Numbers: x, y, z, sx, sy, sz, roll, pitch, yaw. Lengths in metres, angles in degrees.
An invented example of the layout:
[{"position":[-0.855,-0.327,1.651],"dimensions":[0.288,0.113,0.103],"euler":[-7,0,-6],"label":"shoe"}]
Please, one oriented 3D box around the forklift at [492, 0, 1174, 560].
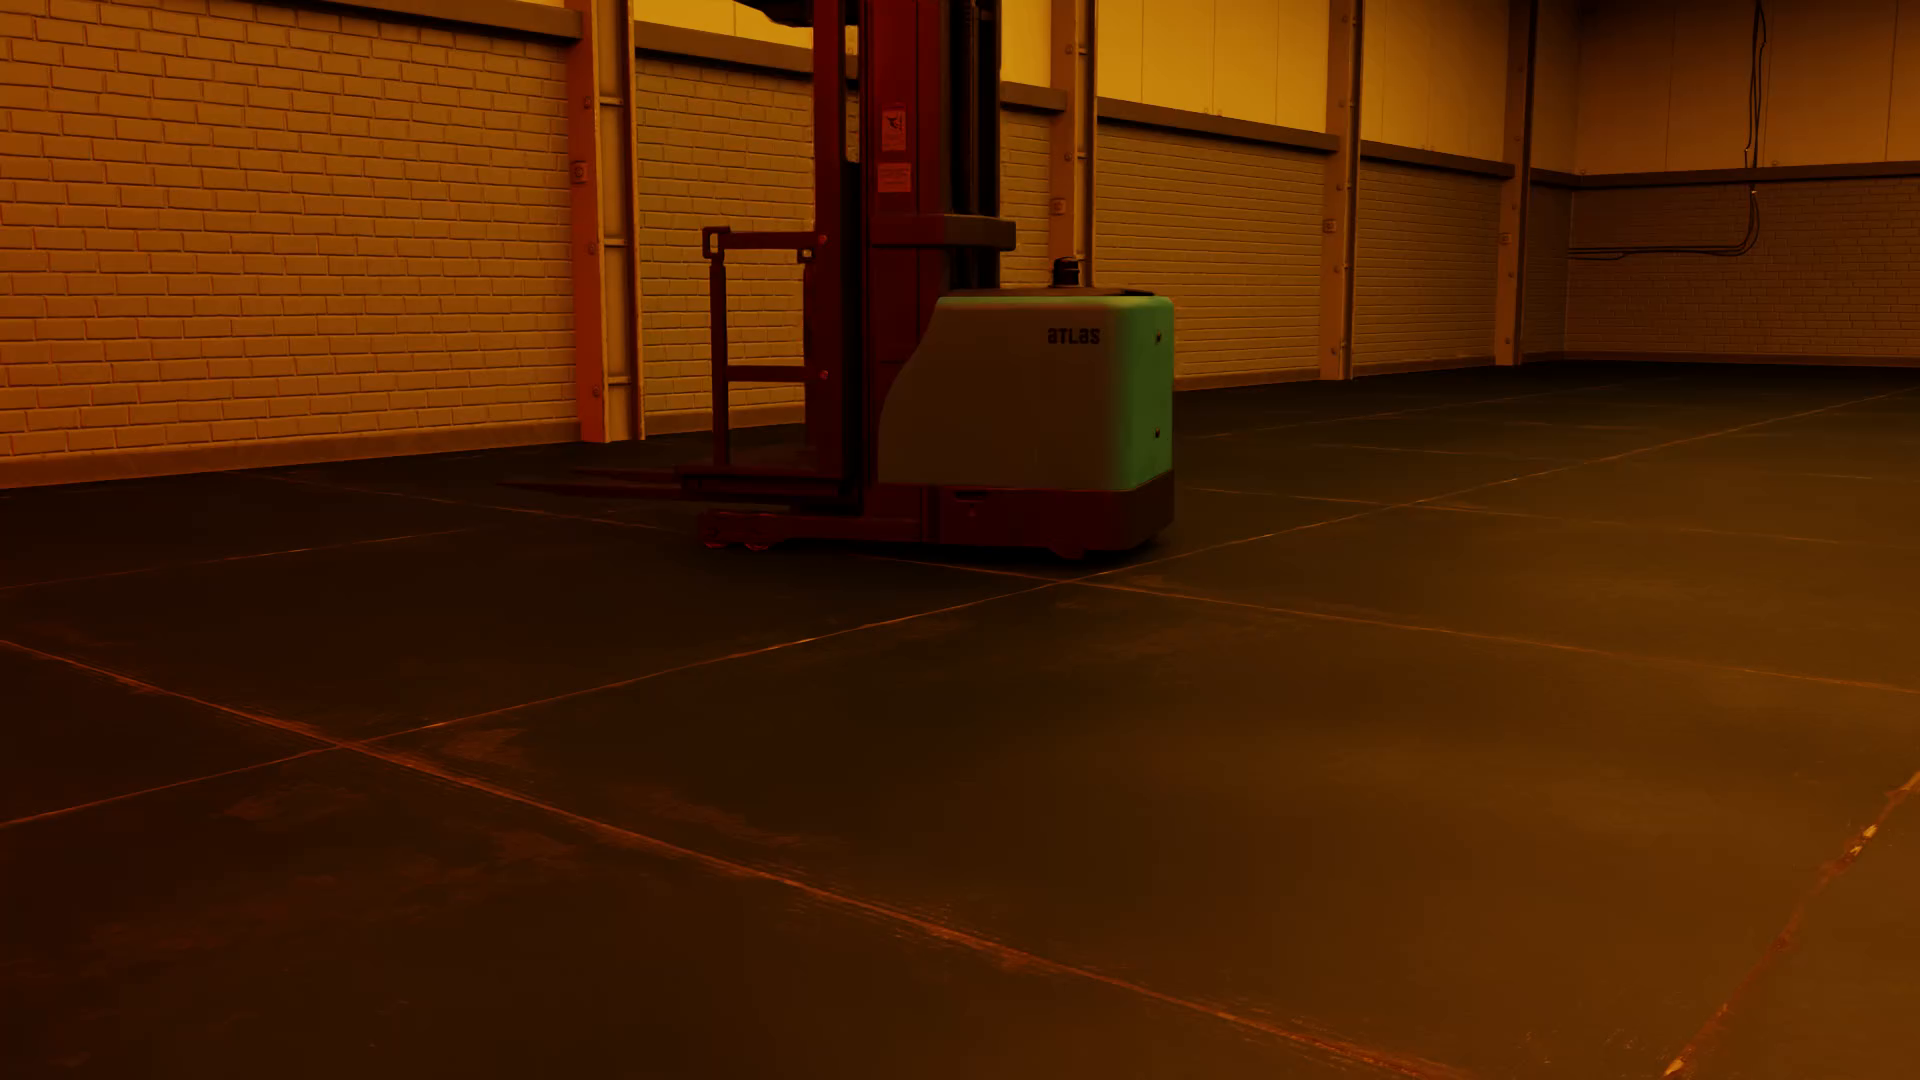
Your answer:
[{"position":[-0.615,-1.471,7.335],"dimensions":[3.031,2.935,1.130],"euler":[3,9,18],"label":"forklift"}]
